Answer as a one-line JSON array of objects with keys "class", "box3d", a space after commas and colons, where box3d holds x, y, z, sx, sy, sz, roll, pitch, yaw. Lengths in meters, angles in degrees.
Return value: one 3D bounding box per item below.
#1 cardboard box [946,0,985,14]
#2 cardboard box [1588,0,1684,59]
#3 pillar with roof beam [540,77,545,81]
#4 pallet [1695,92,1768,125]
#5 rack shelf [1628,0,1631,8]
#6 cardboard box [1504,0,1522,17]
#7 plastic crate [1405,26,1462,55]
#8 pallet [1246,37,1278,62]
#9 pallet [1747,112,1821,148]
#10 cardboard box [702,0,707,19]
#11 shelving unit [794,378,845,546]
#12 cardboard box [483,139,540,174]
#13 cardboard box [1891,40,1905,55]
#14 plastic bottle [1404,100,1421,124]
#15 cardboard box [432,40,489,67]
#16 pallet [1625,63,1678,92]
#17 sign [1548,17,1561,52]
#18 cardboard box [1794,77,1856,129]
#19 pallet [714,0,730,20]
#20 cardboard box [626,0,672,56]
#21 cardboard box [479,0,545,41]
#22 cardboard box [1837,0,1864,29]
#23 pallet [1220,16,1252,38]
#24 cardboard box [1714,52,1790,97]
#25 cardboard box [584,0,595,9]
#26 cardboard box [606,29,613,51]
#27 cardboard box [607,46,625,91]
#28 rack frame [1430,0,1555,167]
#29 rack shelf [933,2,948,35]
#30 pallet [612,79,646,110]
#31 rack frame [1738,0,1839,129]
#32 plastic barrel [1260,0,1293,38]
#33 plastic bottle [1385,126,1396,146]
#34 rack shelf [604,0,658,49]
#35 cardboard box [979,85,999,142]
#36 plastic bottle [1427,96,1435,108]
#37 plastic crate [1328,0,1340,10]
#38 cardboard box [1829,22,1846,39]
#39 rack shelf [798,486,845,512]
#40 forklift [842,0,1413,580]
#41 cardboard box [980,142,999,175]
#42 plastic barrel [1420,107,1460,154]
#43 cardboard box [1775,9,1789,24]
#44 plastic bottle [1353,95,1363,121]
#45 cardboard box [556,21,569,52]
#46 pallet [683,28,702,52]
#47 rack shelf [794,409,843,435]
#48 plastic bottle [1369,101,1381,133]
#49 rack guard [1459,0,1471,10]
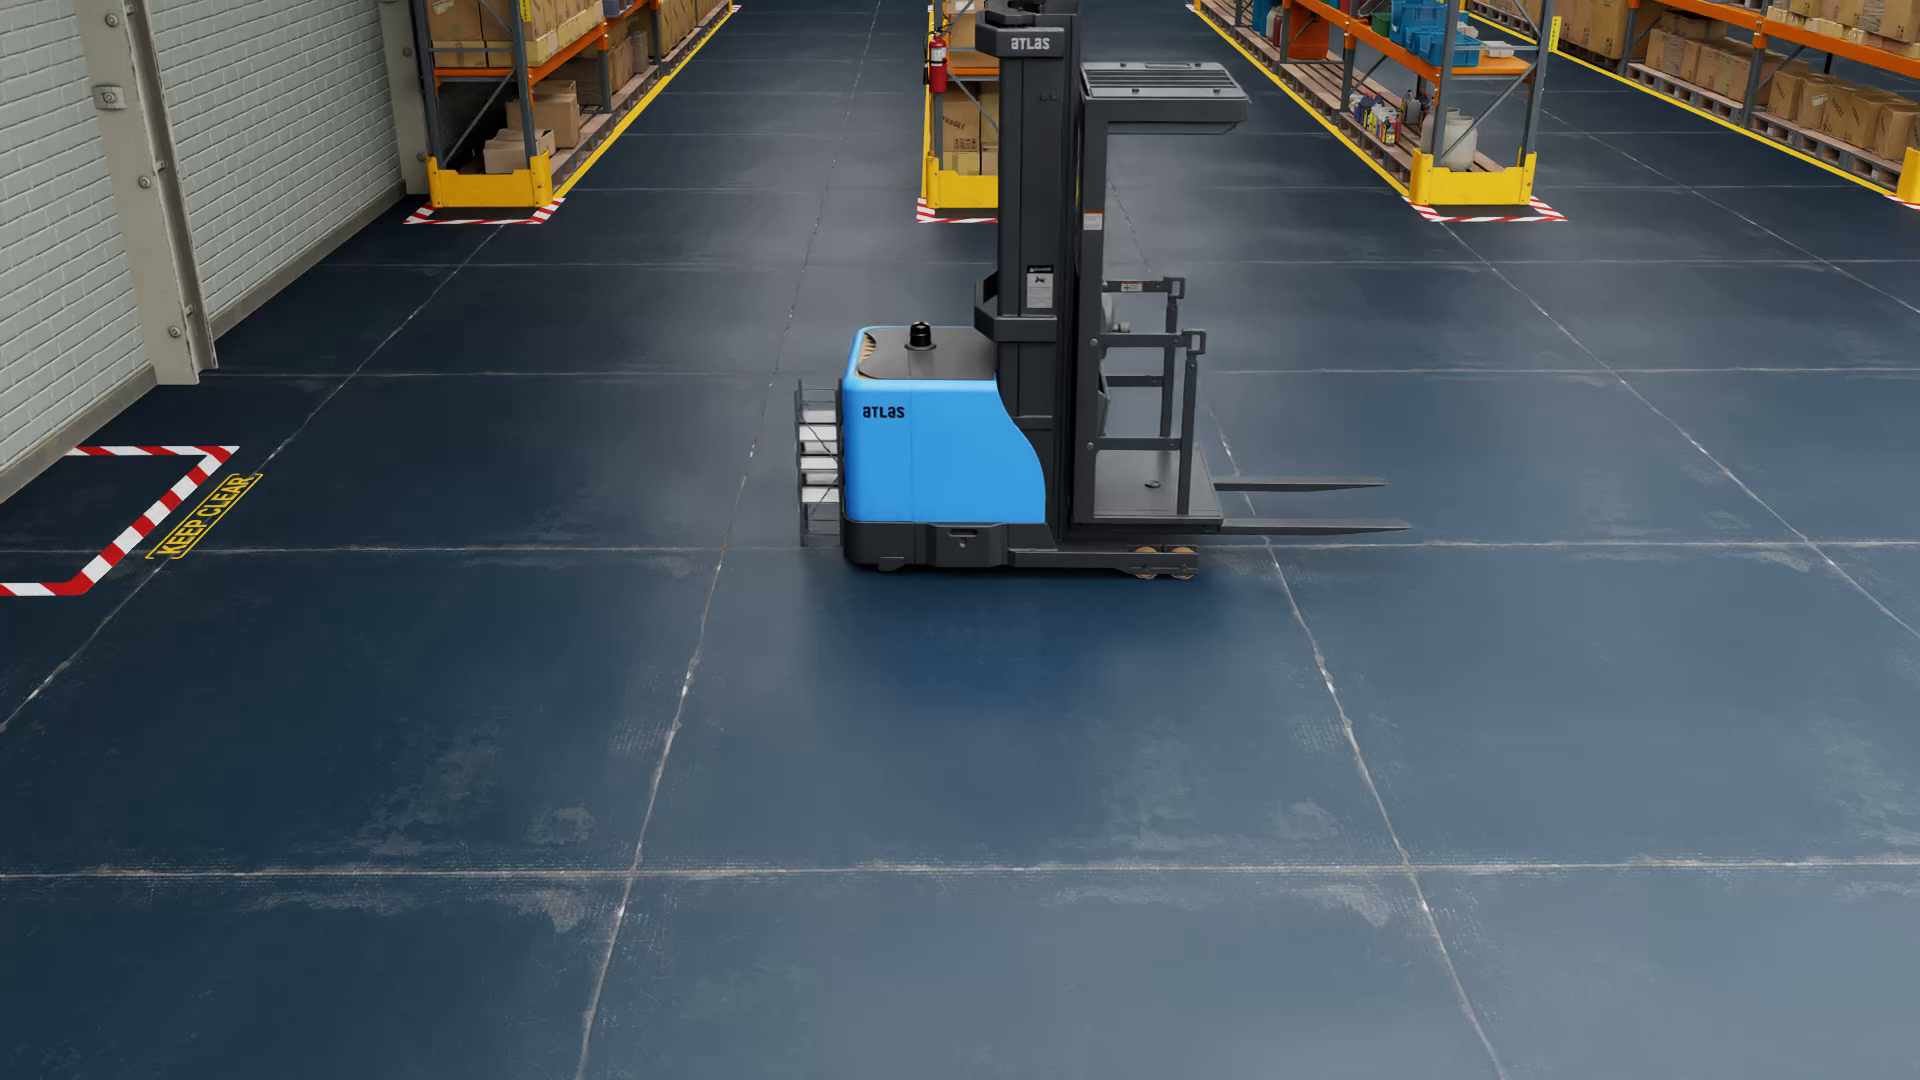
[{"class": "cardboard box", "box3d": [0.053, -5.249, 16.308, 0.380, 0.149, 0.250, -1, 24, -1]}, {"class": "cardboard box", "box3d": [10.080, -7.599, 24.480, 1.225, 0.875, 0.875, -1, 24, -3]}, {"class": "pillar with roof beam", "box3d": [-1.339, -10.238, 20.966, 9.100, 9.000, 0.400, 0, 24, -1]}, {"class": "pallet", "box3d": [10.100, -5.493, 21.139, 1.003, 0.211, 1.213, 0, 24, -1]}, {"class": "rack shelf", "box3d": [10.044, -8.587, 25.470, 1.077, 0.370, 4.000, 0, 24, -1]}, {"class": "cardboard box", "box3d": [10.086, -9.606, 28.918, 0.875, 0.875, 0.875, 0, 24, -1]}, {"class": "plastic crate", "box3d": [4.895, -5.177, 17.237, 0.499, 0.251, 0.408, 0, 24, -1]}, {"class": "pallet", "box3d": [5.053, -7.624, 25.852, 1.003, 0.211, 1.213, 0, 24, -1]}, {"class": "pallet", "box3d": [10.153, -4.896, 19.819, 1.003, 0.211, 1.213, 0, 24, -1]}, {"class": "cardboard box", "box3d": [-4.744, -9.241, 28.565, 0.700, 0.500, 0.500, 0, 24, -1]}, {"class": "shelving unit", "box3d": [-0.758, -0.422, 9.089, 0.258, 0.900, 0.210, 0, 24, 1]}, {"class": "cardboard box", "box3d": [-4.623, -3.989, 17.158, 0.500, 0.311, 0.500, -3, 25, -7]}, {"class": "cardboard box", "box3d": [9.900, -5.106, 17.204, 0.380, 0.149, 0.250, 0, 24, -1]}, {"class": "plastic bottle", "box3d": [5.307, -5.026, 19.494, 0.152, 0.276, 0.135, 0, 24, -1]}, {"class": "cardboard box", "box3d": [-4.904, -4.860, 16.514, 0.500, 0.250, 0.500, 0, 24, 0]}, {"class": "pallet", "box3d": [10.073, -6.499, 23.363, 1.003, 0.211, 1.213, 0, 24, -1]}, {"class": "sign", "box3d": [5.751, -4.899, 16.106, 0.100, 0.325, 0.005, 0, 24, -1]}, {"class": "cardboard box", "box3d": [10.088, -5.094, 19.398, 0.500, 0.500, 0.500, 8, 25, 16]}, {"class": "pallet", "box3d": [-4.793, -9.721, 30.488, 1.003, 0.211, 1.213, 0, 24, -1]}, {"class": "cardboard box", "box3d": [-4.670, -7.540, 24.380, 0.750, 0.750, 0.750, -1, 24, -1]}, {"class": "cardboard box", "box3d": [-4.410, -5.208, 16.374, 0.500, 0.500, 0.500, 0, 24, 0]}, {"class": "cardboard box", "box3d": [10.094, -5.820, 17.997, 0.875, 0.500, 0.500, 0, 24, -1]}, {"class": "pallet", "box3d": [5.023, -8.749, 28.339, 1.003, 0.211, 1.213, 0, 24, -1]}, {"class": "cardboard box", "box3d": [10.138, -5.954, 21.274, 0.700, 0.500, 0.500, 0, 24, -1]}, {"class": "cardboard box", "box3d": [-4.424, -6.259, 18.698, 0.500, 0.500, 0.500, 0, 24, -1]}, {"class": "cardboard box", "box3d": [-4.791, -6.478, 21.523, 0.500, 0.250, 0.500, -1, 24, -2]}, {"class": "cardboard box", "box3d": [-4.795, -6.164, 21.738, 0.700, 0.500, 0.500, 0, 24, 0]}, {"class": "rack frame", "box3d": [5.201, -4.772, 16.162, 1.000, 3.000, 0.127, 0, 24, -1]}, {"class": "rack shelf", "box3d": [0.182, -6.896, 21.731, 1.077, 0.370, 4.000, 0, 24, -1]}, {"class": "pallet", "box3d": [-4.775, -5.930, 22.106, 1.003, 0.211, 1.213, 0, 24, -1]}, {"class": "rack frame", "box3d": [10.110, -6.443, 19.856, 1.000, 3.000, 0.127, 0, 24, -1]}, {"class": "plastic barrel", "box3d": [5.067, -8.436, 26.300, 0.600, 0.901, 0.708, 0, 24, -1]}, {"class": "plastic bottle", "box3d": [4.743, -4.453, 18.317, 0.097, 0.201, 0.097, 0, 24, 0]}, {"class": "rack shelf", "box3d": [-4.771, -6.872, 21.678, 1.077, 0.370, 4.000, 0, 24, -1]}, {"class": "cardboard box", "box3d": [0.457, -4.460, 17.388, 0.500, 0.500, 0.500, 0, 24, -1]}, {"class": "plastic bottle", "box3d": [5.458, -4.938, 19.209, 0.144, 0.351, 0.185, 0, 24, -1]}, {"class": "plastic crate", "box3d": [4.834, -6.866, 20.812, 0.392, 0.384, 0.575, 0, 24, -1]}, {"class": "cardboard box", "box3d": [9.841, -5.620, 18.342, 0.380, 0.149, 0.250, 0, 24, -1]}, {"class": "rack shelf", "box3d": [-0.757, -0.227, 9.177, 0.258, 0.077, 0.200, 0, 24, 1]}, {"class": "forklift", "box3d": [0.906, -1.349, 8.676, 3.031, 2.935, 1.130, 0, 24, 1]}, {"class": "cardboard box", "box3d": [0.464, -3.912, 17.087, 0.500, 0.250, 0.500, 0, 24, -1]}, {"class": "plastic barrel", "box3d": [5.112, -4.308, 17.644, 0.421, 0.512, 0.421, 0, 24, 0]}, {"class": "cardboard box", "box3d": [9.801, -6.135, 19.481, 0.380, 0.149, 0.250, 0, 24, -1]}, {"class": "plastic bottle", "box3d": [4.753, -5.114, 19.688, 0.152, 0.276, 0.135, 1, 24, 1]}, {"class": "cardboard box", "box3d": [-4.413, -5.295, 17.475, 0.500, 0.250, 0.500, -1, 24, -1]}, {"class": "pallet", "box3d": [-4.753, -8.084, 26.869, 1.003, 0.211, 1.213, 0, 24, -1]}, {"class": "rack shelf", "box3d": [-0.759, -0.637, 8.992, 0.258, 0.077, 0.200, 0, 24, 1]}, {"class": "plastic bottle", "box3d": [4.758, -4.827, 18.963, 0.144, 0.351, 0.185, 0, 24, -1]}, {"class": "rack guard", "box3d": [9.979, -10.259, 31.326, 1.175, 0.500, 0.348, 0, 24, -1]}]
